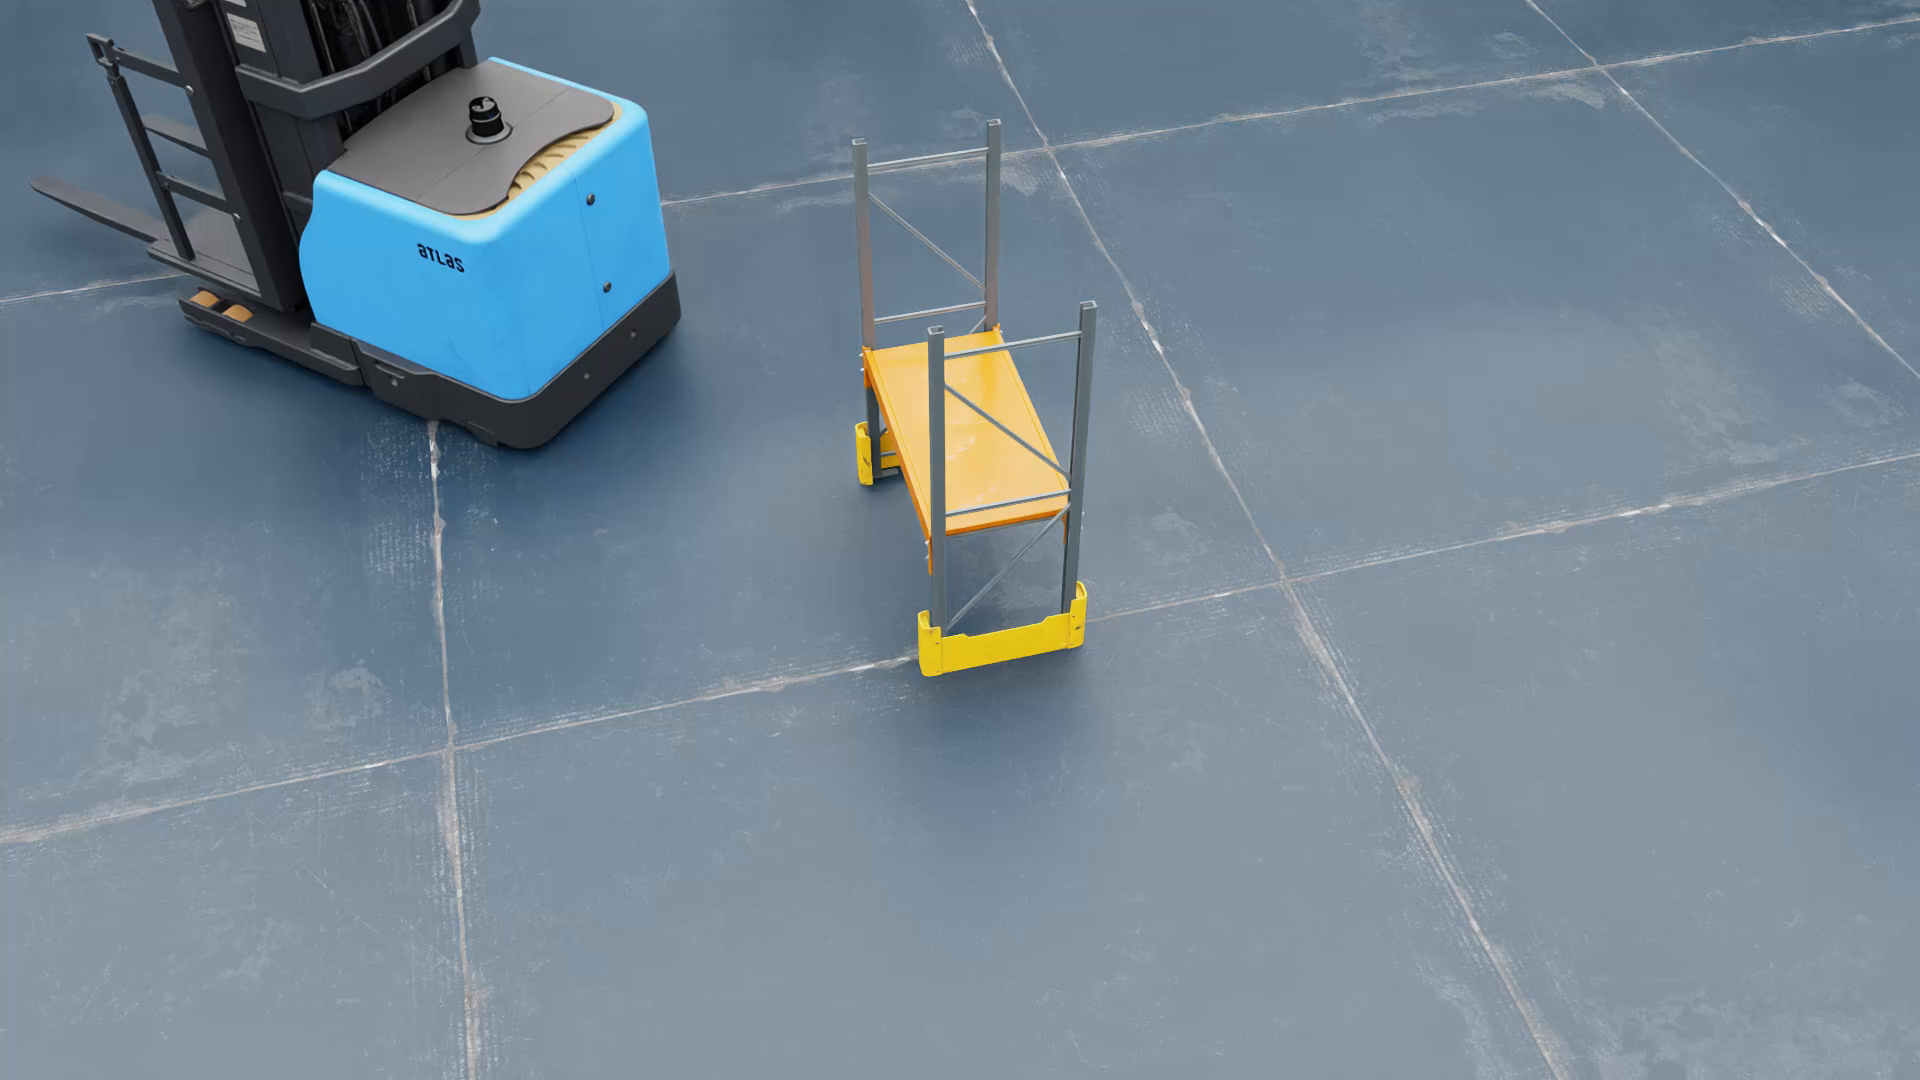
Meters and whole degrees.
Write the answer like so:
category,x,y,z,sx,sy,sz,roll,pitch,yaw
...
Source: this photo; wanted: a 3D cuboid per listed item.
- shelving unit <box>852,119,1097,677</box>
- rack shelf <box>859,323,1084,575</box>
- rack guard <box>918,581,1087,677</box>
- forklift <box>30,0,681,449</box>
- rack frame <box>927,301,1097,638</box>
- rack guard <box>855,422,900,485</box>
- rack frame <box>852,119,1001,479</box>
category,x,y,z,sx,sy,sz,roll,pitch,yaw
shelving unit,0.020,-0.472,5.663,0.587,1.500,1.083,-11,47,-10
rack shelf,0.022,-0.340,5.785,0.538,0.185,1.000,-11,47,-10
rack guard,0.147,0.309,5.772,0.587,0.250,0.087,-11,47,-10
forklift,-2.726,-2.160,6.315,3.031,2.935,1.130,22,49,20
rack frame,0.152,-0.115,5.313,0.500,1.500,0.032,-11,47,-10
rack guard,-0.108,-0.379,6.446,0.587,0.250,0.087,-11,47,-10
rack frame,-0.108,-0.817,6.001,0.500,1.500,0.032,-11,47,-10
